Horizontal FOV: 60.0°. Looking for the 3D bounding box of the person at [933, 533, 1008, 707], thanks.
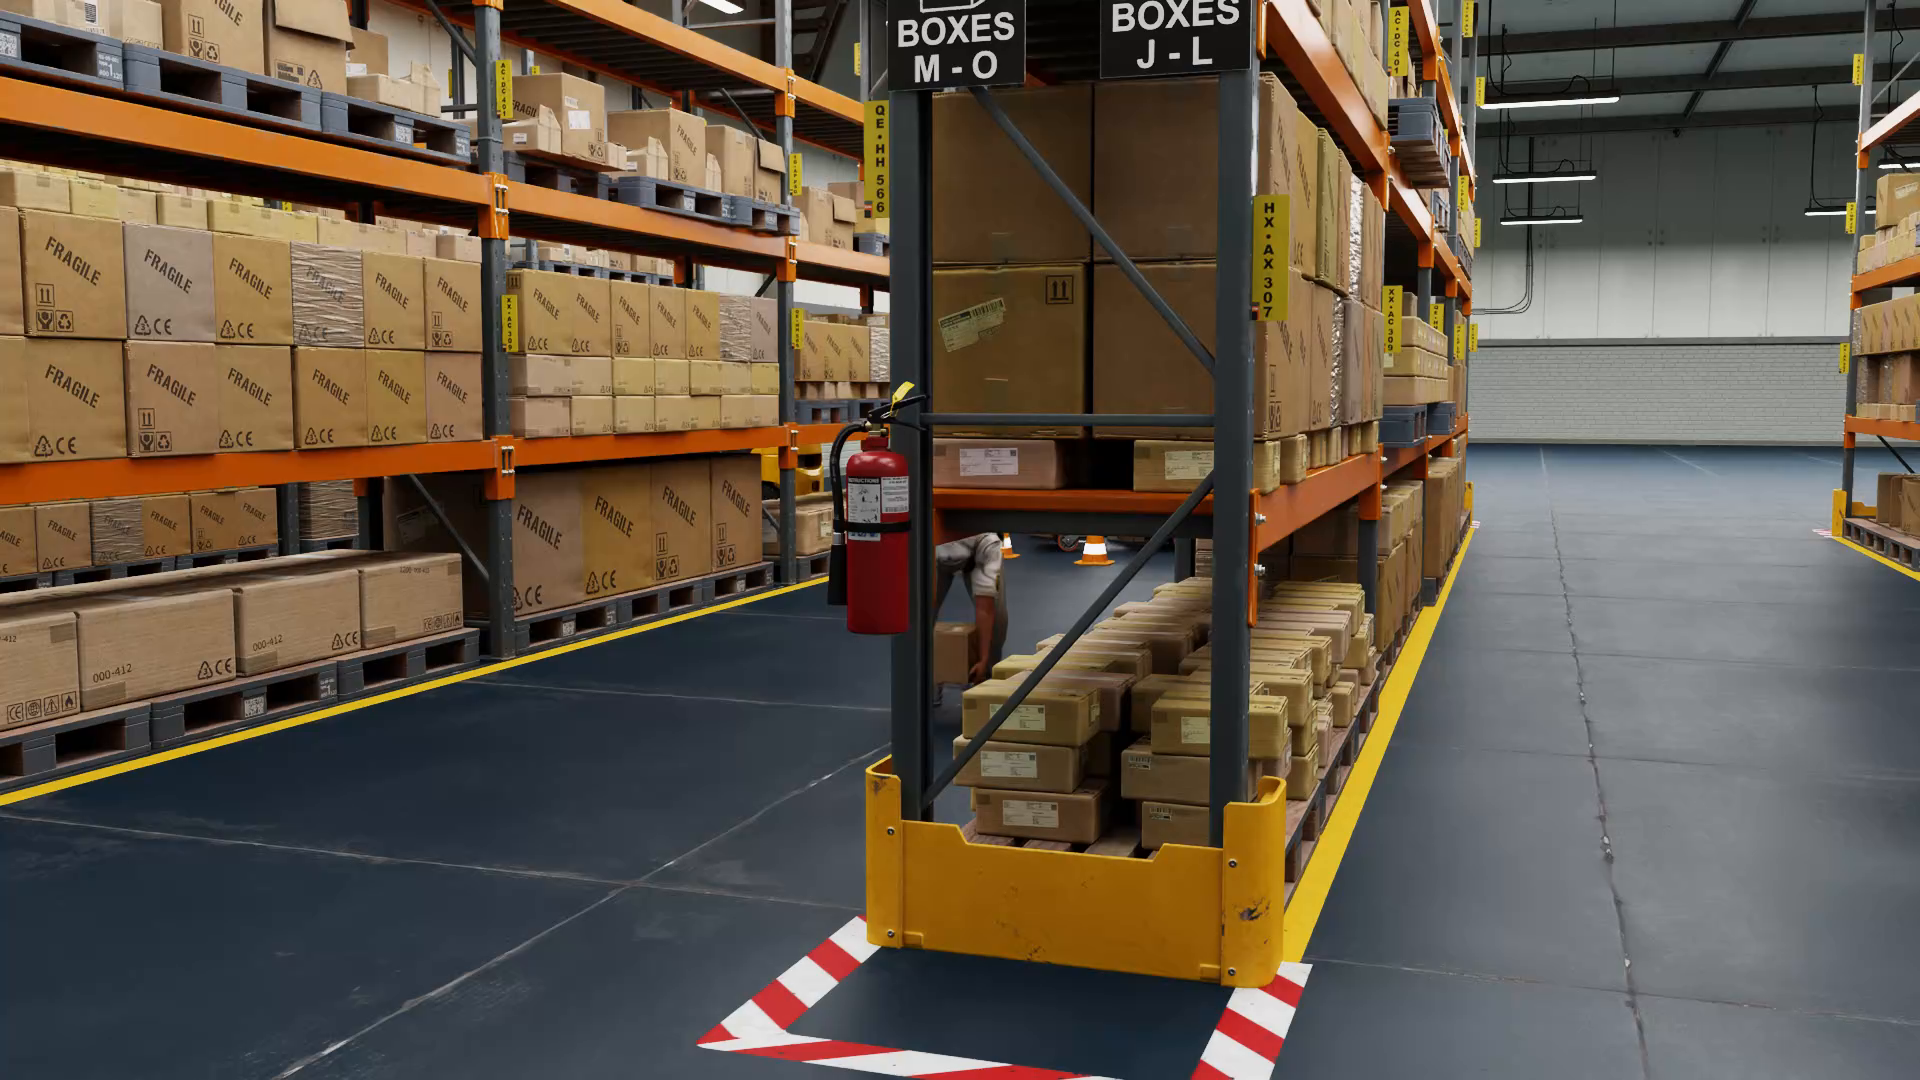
[{"bbox_3d":[-0.022,0.315,8.211,0.514,1.081,1.044,0,5,3],"label":"person"}]
